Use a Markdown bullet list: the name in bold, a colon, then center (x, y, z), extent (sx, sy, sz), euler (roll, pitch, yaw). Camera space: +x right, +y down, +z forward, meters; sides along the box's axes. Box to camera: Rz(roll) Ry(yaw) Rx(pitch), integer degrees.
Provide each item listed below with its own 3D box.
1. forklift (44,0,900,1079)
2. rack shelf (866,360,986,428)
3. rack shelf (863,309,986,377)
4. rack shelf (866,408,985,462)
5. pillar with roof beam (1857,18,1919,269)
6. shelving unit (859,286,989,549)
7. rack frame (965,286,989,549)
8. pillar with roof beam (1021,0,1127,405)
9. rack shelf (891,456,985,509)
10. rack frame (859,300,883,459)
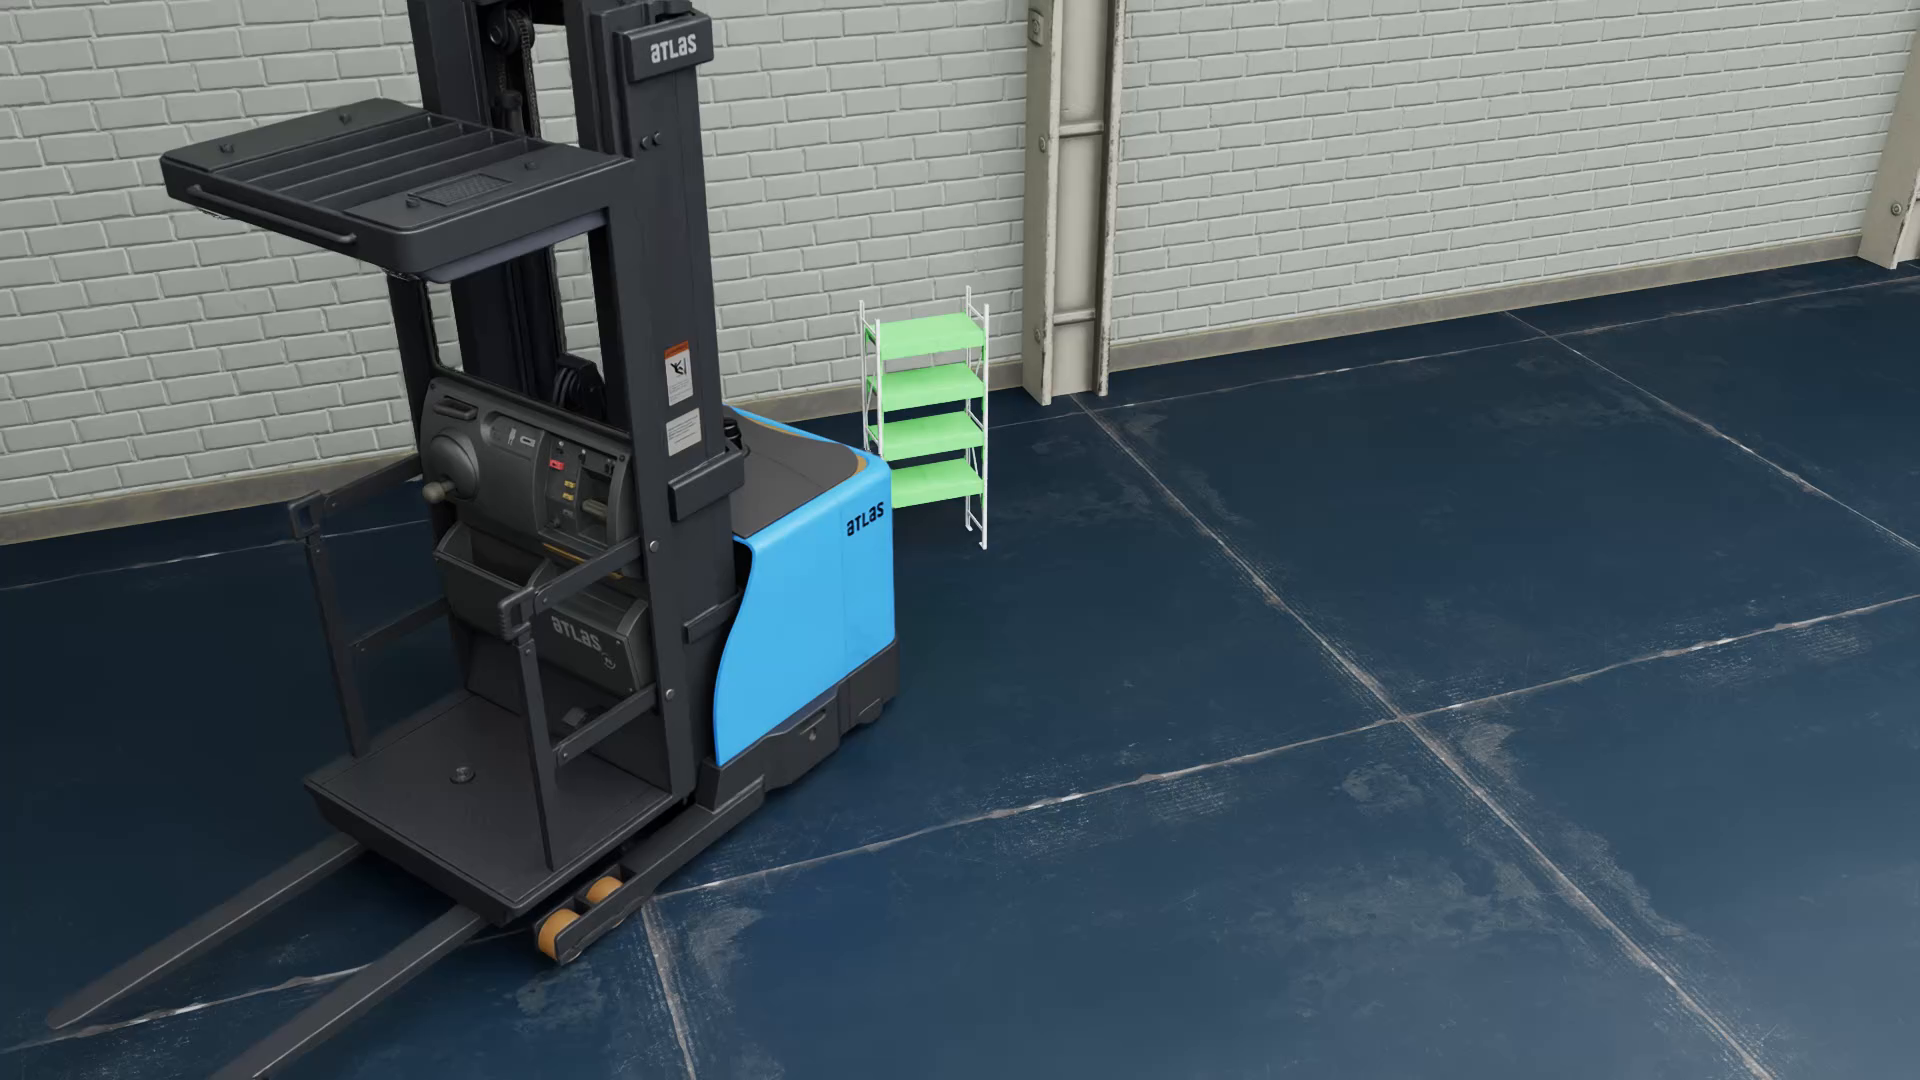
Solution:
- **forklift**: center (-1.510, -0.187, 5.118), extent (1.130, 2.935, 3.031), euler (20, 35, 31)
- **rack shelf**: center (-0.155, -0.646, 7.316), extent (0.480, 0.148, 0.258), euler (-10, 31, -18)
- **rack shelf**: center (-0.155, -0.854, 7.197), extent (0.480, 0.148, 0.258), euler (-10, 31, -18)
- **rack shelf**: center (-0.155, -0.437, 7.434), extent (0.480, 0.148, 0.258), euler (-10, 31, -18)
- **pillar with roof beam**: center (7.701, -3.785, 5.302), extent (0.400, 9.000, 9.100), euler (-10, 31, -18)
- **shelving unit**: center (-0.155, -0.493, 7.403), extent (0.503, 1.200, 0.258), euler (-10, 31, -18)
- **rack frame**: center (0.074, -0.535, 7.477), extent (0.015, 1.200, 0.240), euler (-10, 31, -18)
- **pillar with roof beam**: center (2.077, -2.749, 3.484), extent (0.400, 9.000, 9.100), euler (-10, 31, -18)
- **rack shelf**: center (-0.155, -0.229, 7.553), extent (0.480, 0.148, 0.258), euler (-10, 31, -18)
- **rack frame**: center (-0.384, -0.451, 7.329), extent (0.015, 1.200, 0.240), euler (-10, 31, -18)
